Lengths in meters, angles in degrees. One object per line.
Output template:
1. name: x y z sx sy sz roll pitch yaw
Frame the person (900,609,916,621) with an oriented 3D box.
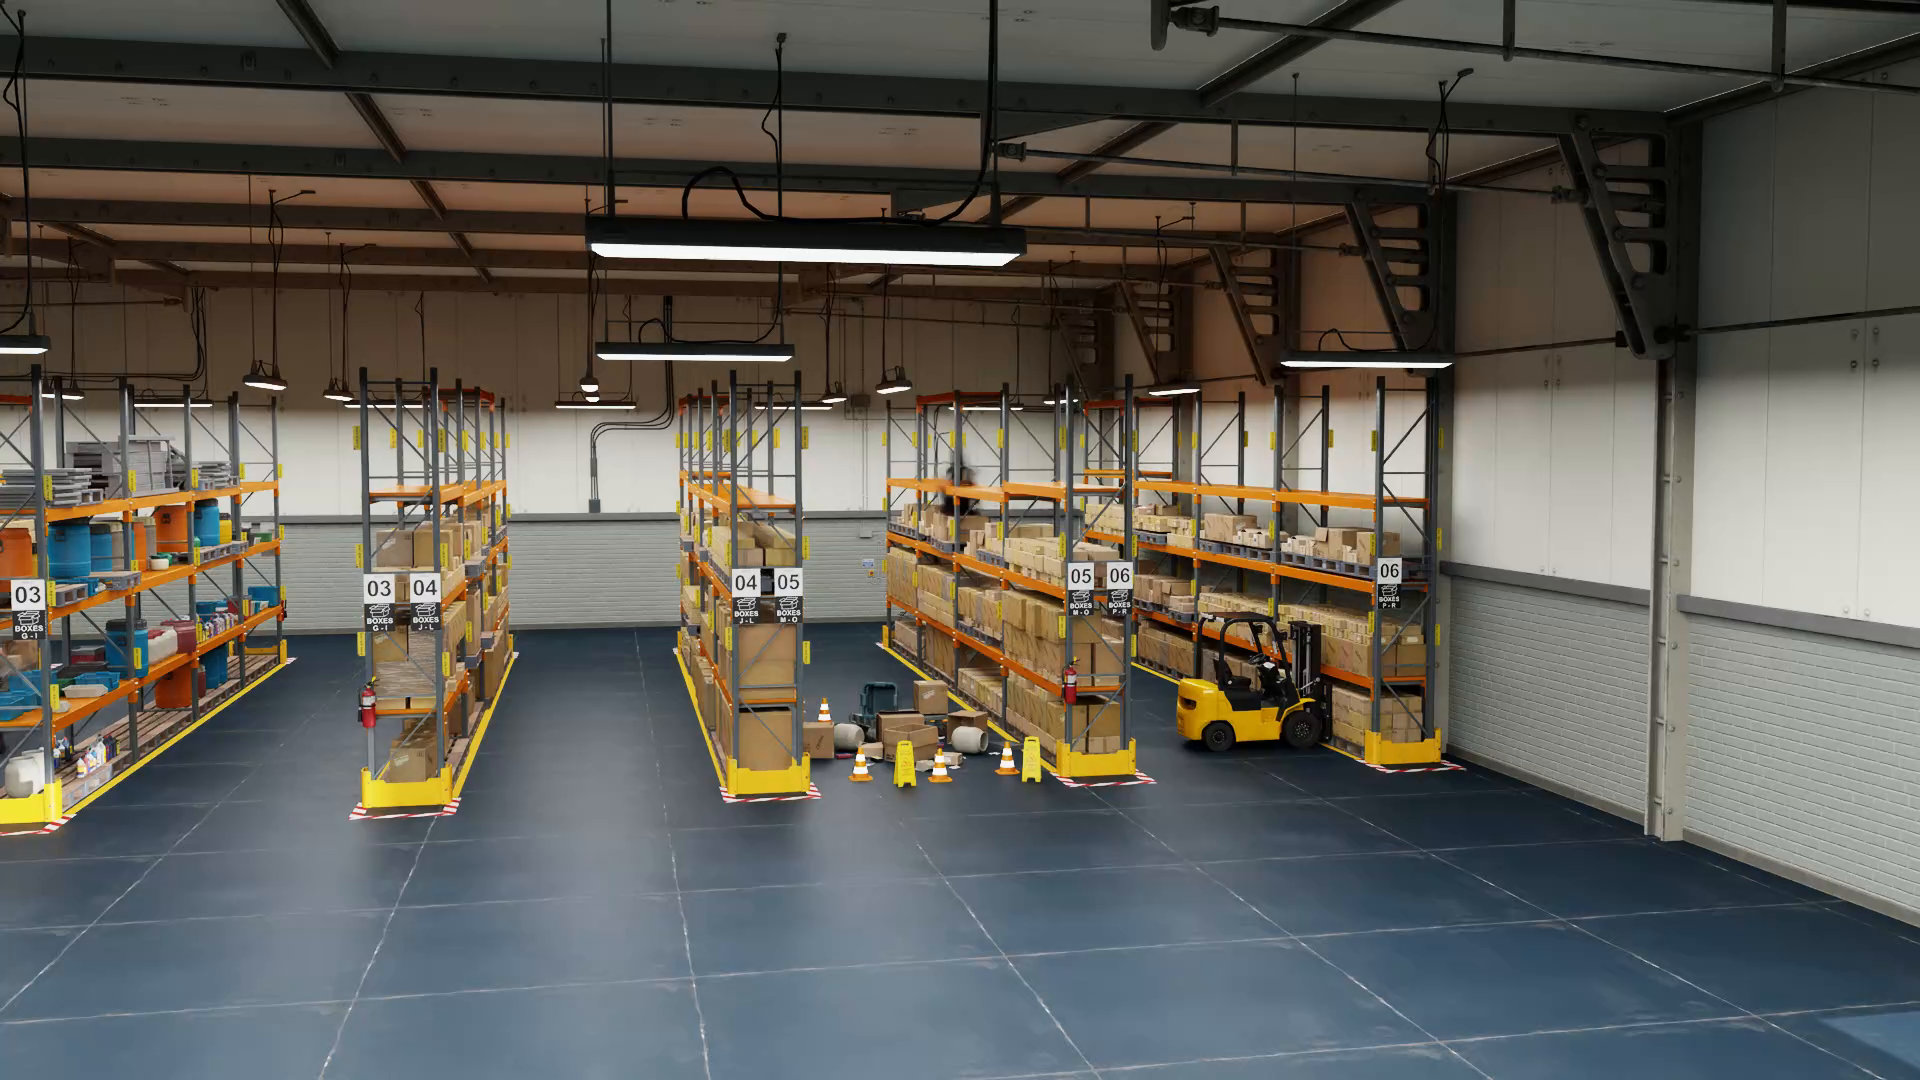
1. person: -1.200 1.705 41.925 0.703 1.598 0.785 0 3 5

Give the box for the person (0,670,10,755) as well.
1. person: -15.163 2.616 25.905 0.670 1.704 0.687 -1 4 -15
